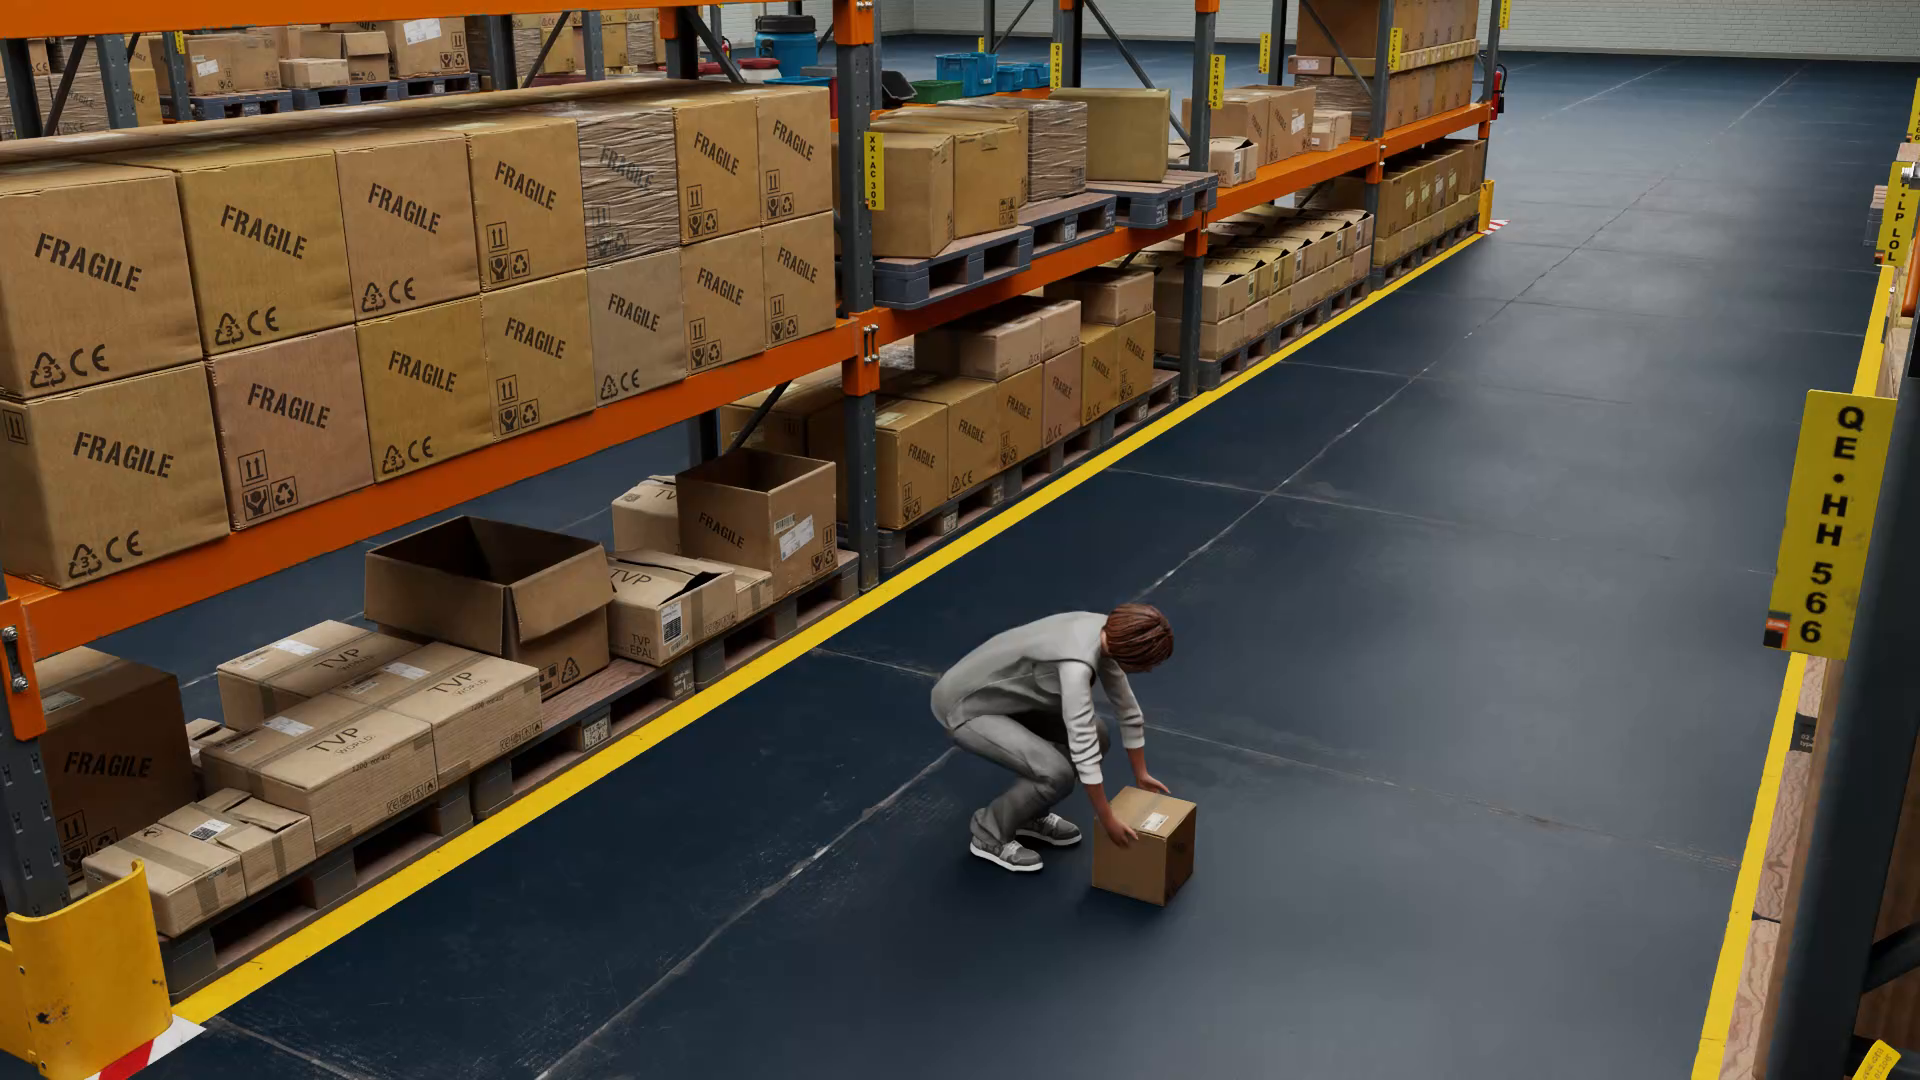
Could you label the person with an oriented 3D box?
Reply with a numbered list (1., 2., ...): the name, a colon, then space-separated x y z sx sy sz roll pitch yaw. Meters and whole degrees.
1. person: 0.299 0.623 5.403 0.794 0.887 0.448 11 22 27
